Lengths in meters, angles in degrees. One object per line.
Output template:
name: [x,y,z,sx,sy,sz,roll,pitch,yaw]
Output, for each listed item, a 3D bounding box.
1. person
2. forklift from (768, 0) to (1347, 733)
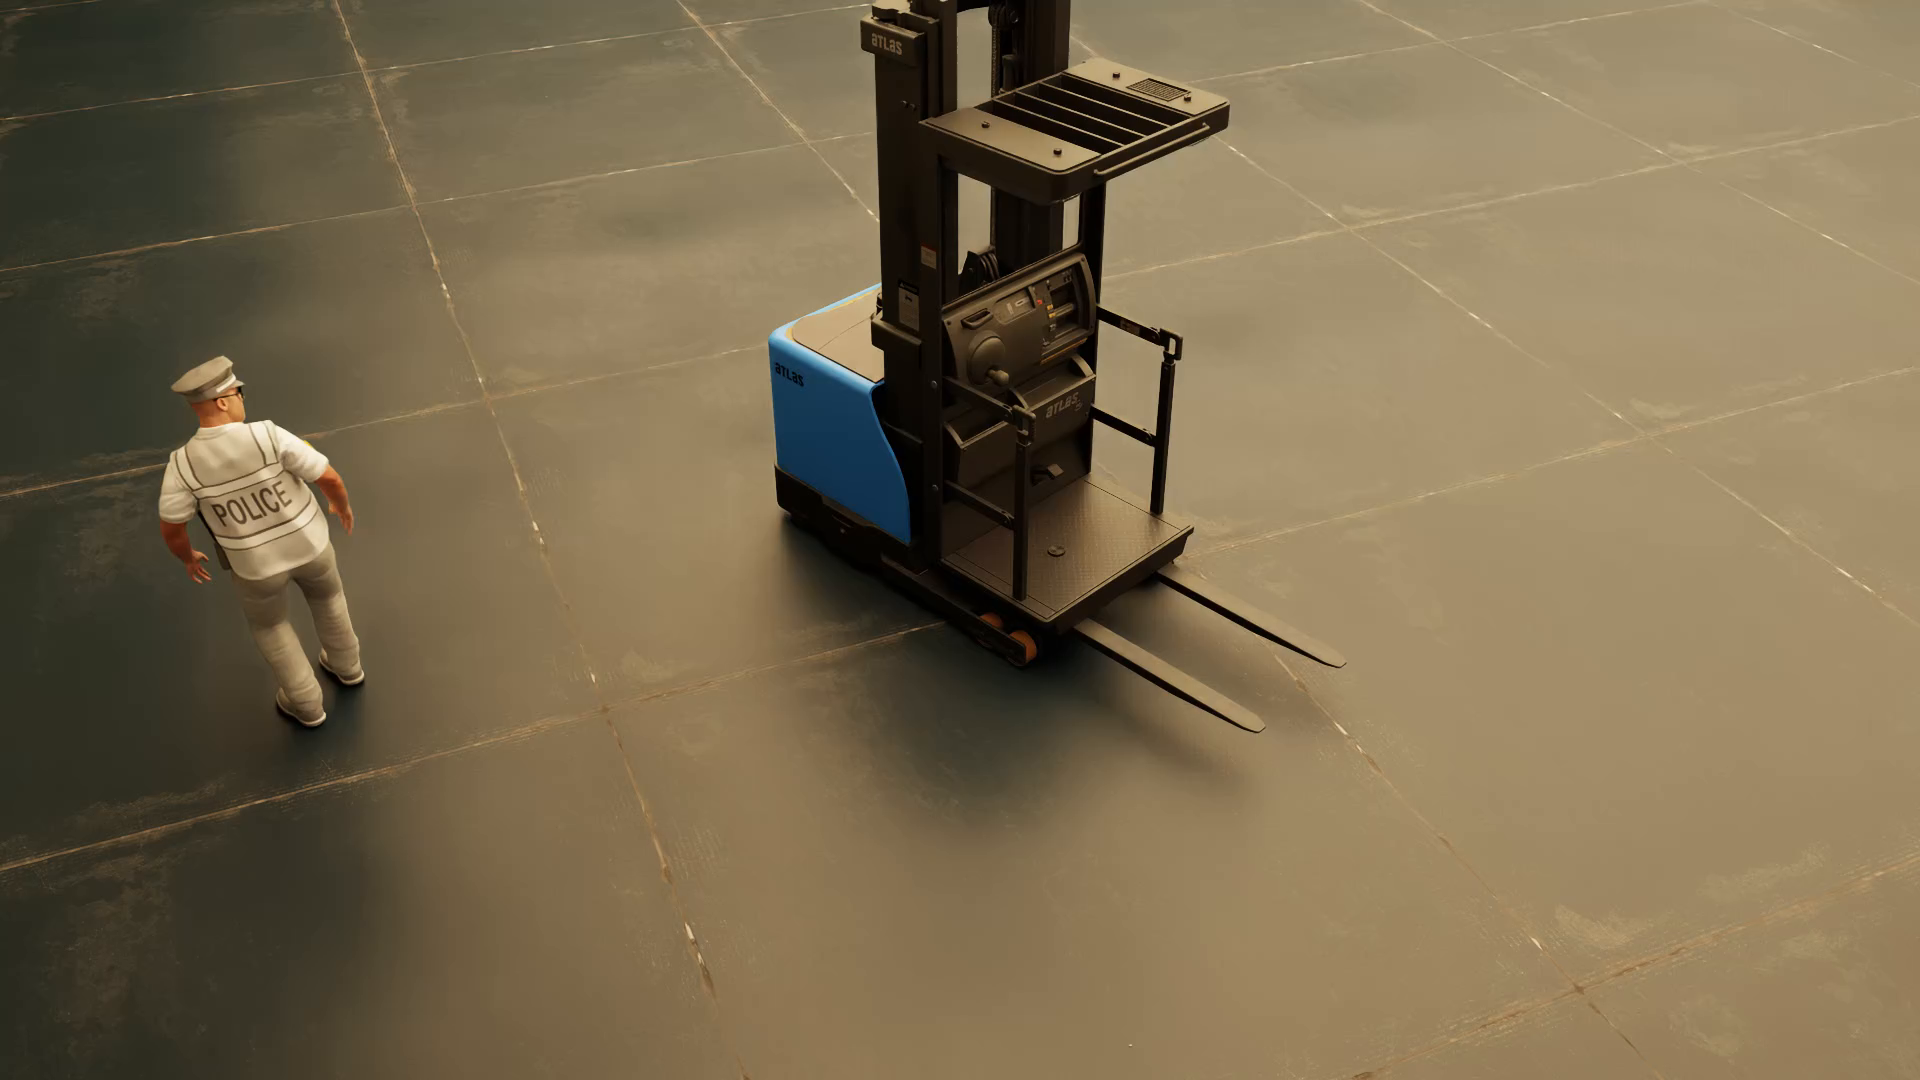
person: [-2.979,0.007,7.121,0.749,1.736,0.532,-21,40,-26]
forklift: [0.432,-0.946,7.429,3.031,2.935,1.130,30,45,35]
